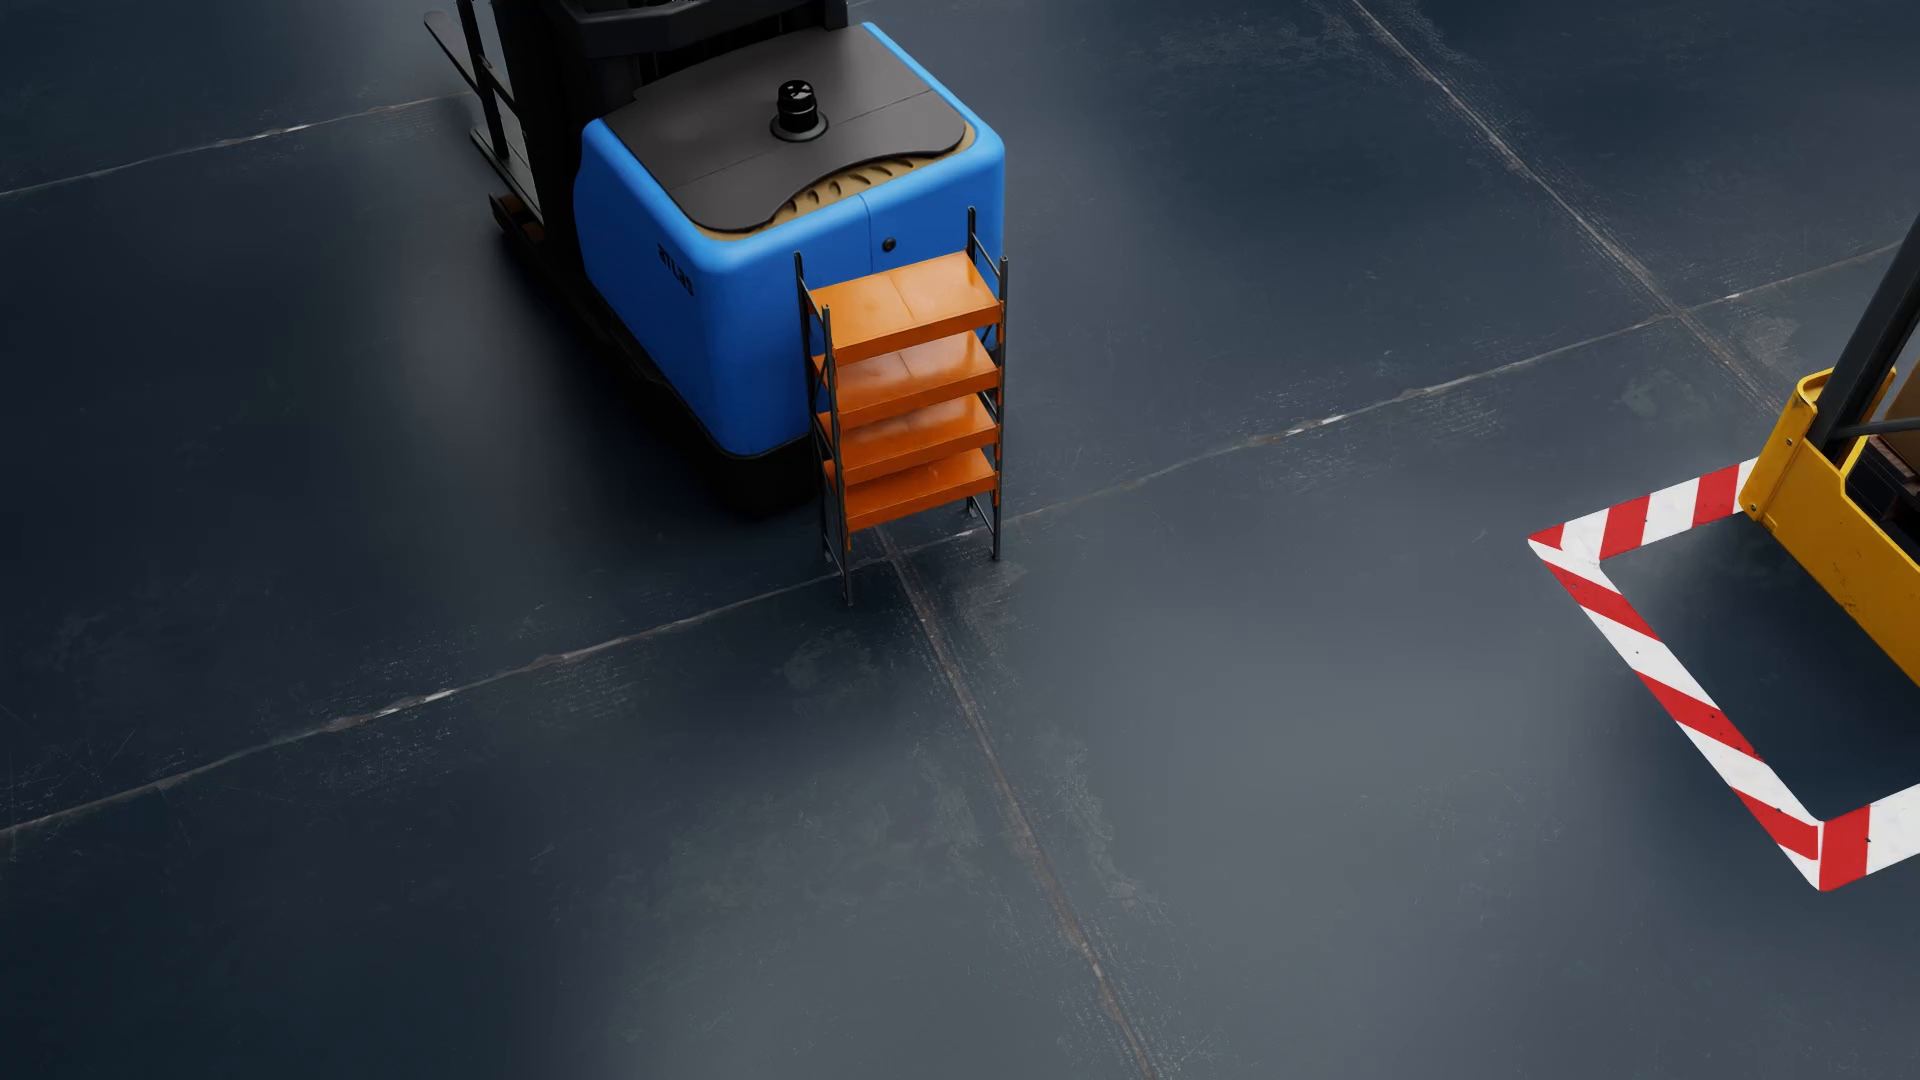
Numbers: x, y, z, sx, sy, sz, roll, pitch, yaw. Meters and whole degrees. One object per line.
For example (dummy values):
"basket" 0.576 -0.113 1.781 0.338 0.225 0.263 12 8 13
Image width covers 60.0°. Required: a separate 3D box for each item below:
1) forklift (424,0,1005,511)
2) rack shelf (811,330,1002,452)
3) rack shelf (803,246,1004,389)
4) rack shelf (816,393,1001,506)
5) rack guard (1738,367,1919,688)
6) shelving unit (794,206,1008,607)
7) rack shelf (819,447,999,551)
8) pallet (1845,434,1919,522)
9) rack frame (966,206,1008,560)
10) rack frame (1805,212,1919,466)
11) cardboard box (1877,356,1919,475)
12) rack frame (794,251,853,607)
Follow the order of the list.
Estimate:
"forklift" -1.083 -2.145 5.160 1.130 2.935 3.031 -27 54 -21
"rack shelf" -0.153 -0.445 4.635 0.480 0.148 0.258 -17 52 -14
"rack shelf" -0.153 -0.599 4.456 0.480 0.148 0.258 -17 52 -14
"rack shelf" -0.153 -0.300 4.805 0.480 0.148 0.258 -17 52 -14
"rack guard" 2.867 0.053 4.875 0.348 0.500 1.175 -17 52 -14
"shelving unit" -0.153 -0.343 4.754 0.503 1.200 0.258 -17 52 -14
"rack shelf" -0.153 -0.170 4.956 0.480 0.148 0.258 -17 52 -14
"pallet" 3.605 -0.082 5.182 1.213 0.211 1.003 -17 52 -14
"rack frame" 0.073 -0.413 4.814 0.015 1.200 0.240 -17 52 -14
"rack frame" 2.797 -0.740 3.908 0.127 3.000 1.000 -17 52 -14
"cardboard box" 3.207 -0.397 4.972 0.500 0.500 0.500 -17 52 -14
"rack frame" -0.379 -0.273 4.694 0.015 1.200 0.240 -17 52 -14
